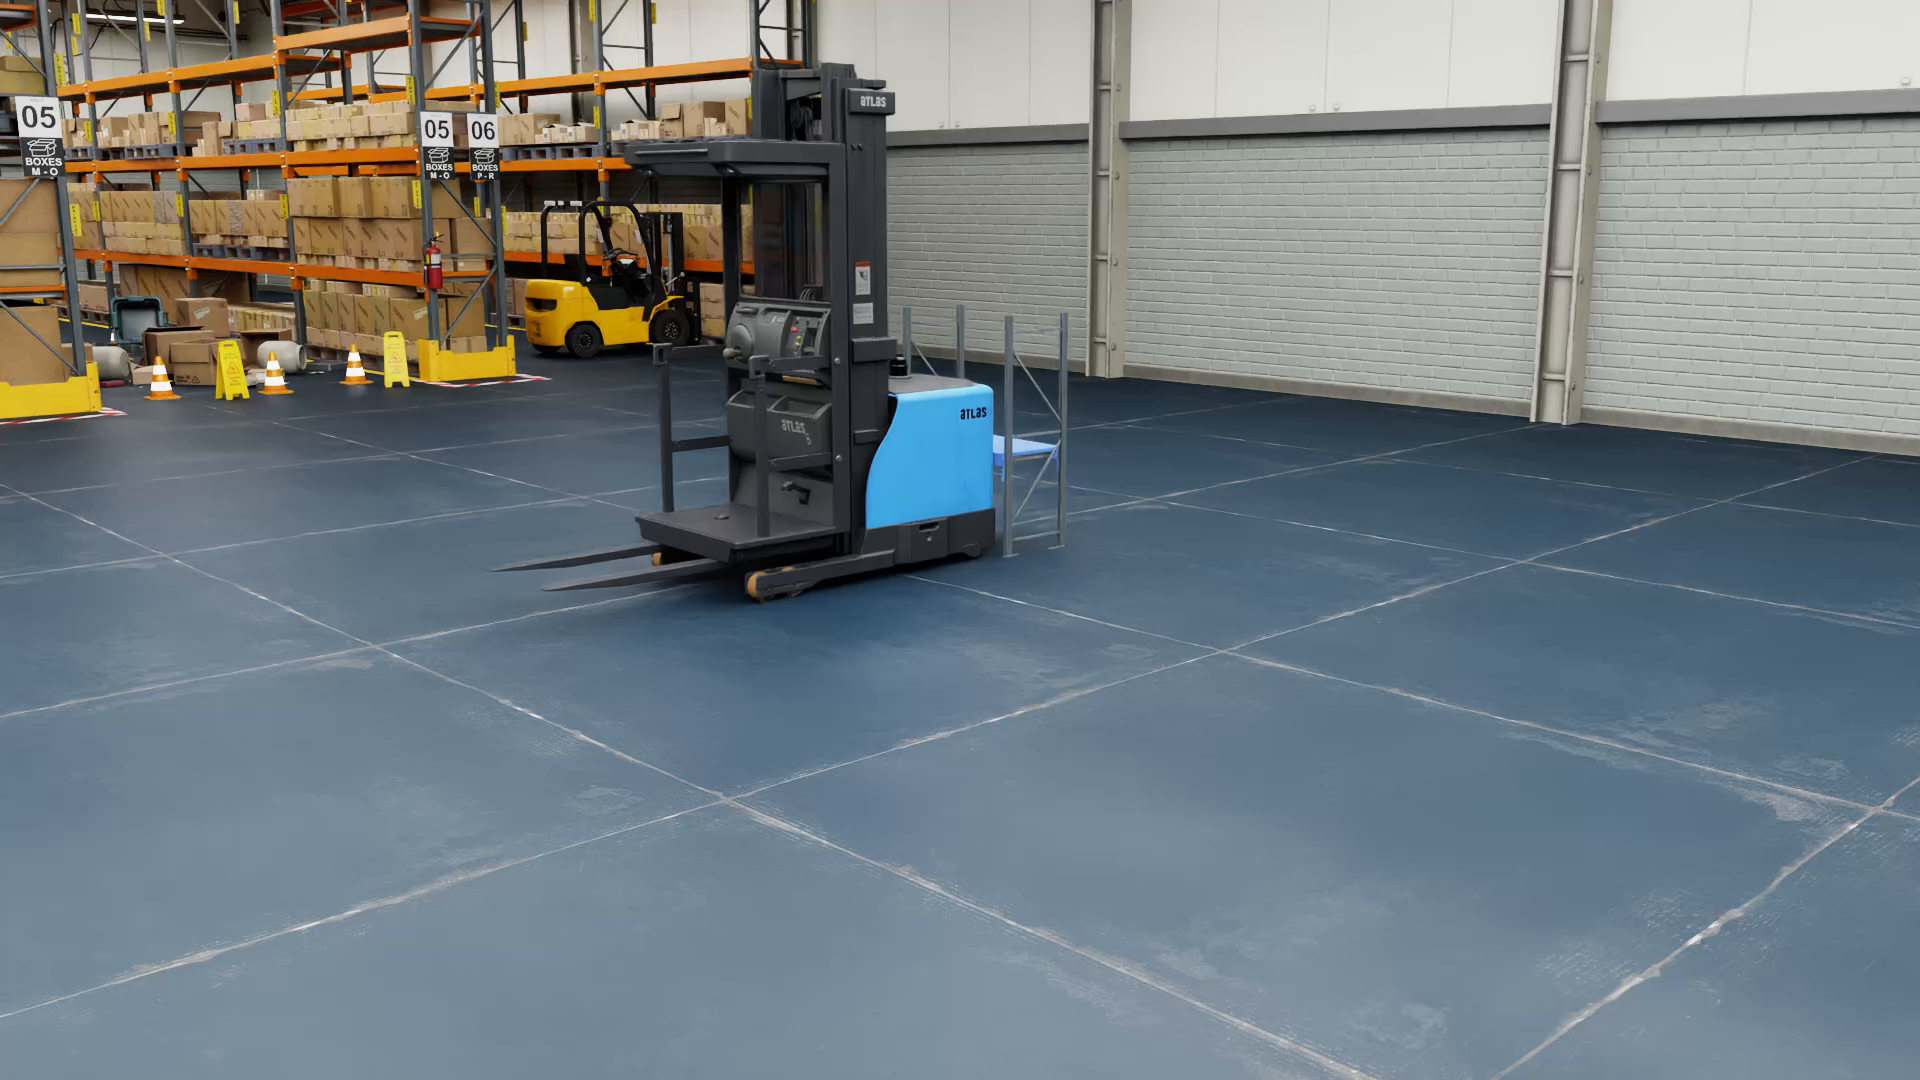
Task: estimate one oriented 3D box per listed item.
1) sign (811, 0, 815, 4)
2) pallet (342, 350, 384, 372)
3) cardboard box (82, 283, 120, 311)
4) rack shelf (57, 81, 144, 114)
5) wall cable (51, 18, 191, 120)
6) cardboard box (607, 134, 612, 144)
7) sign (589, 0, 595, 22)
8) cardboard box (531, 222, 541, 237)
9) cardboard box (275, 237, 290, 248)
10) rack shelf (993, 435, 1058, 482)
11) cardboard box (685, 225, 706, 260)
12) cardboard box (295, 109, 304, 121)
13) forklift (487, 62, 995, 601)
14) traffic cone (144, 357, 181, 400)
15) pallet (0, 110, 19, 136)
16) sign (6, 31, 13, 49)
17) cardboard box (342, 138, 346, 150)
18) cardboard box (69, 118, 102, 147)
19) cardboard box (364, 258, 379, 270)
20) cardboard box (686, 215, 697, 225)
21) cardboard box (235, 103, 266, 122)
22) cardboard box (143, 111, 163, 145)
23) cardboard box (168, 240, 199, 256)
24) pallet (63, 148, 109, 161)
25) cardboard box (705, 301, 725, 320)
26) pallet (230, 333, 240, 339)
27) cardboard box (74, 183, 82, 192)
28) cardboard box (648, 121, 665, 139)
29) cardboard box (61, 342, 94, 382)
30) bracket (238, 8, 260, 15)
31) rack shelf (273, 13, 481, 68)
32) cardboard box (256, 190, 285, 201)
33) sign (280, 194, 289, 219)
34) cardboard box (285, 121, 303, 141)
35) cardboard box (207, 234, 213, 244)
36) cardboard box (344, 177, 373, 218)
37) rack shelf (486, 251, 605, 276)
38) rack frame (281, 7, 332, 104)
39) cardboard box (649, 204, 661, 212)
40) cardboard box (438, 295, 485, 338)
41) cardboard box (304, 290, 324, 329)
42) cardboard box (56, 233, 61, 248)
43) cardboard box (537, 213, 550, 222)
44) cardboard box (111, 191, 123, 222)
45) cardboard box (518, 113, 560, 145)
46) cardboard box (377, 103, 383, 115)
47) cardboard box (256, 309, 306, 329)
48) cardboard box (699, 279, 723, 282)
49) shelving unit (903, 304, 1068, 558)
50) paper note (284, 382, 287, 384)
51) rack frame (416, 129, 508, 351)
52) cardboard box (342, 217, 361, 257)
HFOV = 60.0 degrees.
[{"bbox_3d":[-2.086,-7.728,23.414,0.100,0.325,0.005,-11,16,-43],"label":"sign"},{"bbox_3d":[-7.505,-2.433,22.197,1.003,0.211,1.213,-11,16,-43],"label":"pallet"},{"bbox_3d":[-15.340,-4.425,30.266,0.875,0.438,0.875,11,16,43],"label":"cardboard box"},{"bbox_3d":[-15.747,-7.919,29.823,1.077,0.370,4.000,-11,16,-43],"label":"rack shelf"},{"bbox_3d":[-18.673,-10.056,37.327,2.988,3.039,0.133,-11,16,-43],"label":"wall cable"},{"bbox_3d":[-5.698,-6.514,26.996,0.380,0.149,0.250,-11,16,-43],"label":"cardboard box"},{"bbox_3d":[-5.638,-8.119,25.509,0.100,0.325,0.005,-11,16,-43],"label":"sign"},{"bbox_3d":[-6.822,-5.195,27.827,0.500,0.250,0.500,-11,16,-42],"label":"cardboard box"},{"bbox_3d":[-9.396,-4.189,23.393,0.380,0.149,0.250,-11,16,-42],"label":"cardboard box"},{"bbox_3d":[0.150,-0.561,10.809,0.538,0.185,1.000,-9,15,-39],"label":"rack shelf"},{"bbox_3d":[-3.727,-4.414,24.656,0.500,0.500,0.500,-11,16,-44],"label":"cardboard box"},{"bbox_3d":[-8.659,-5.681,22.266,0.380,0.149,0.250,-10,15,-41],"label":"cardboard box"},{"bbox_3d":[-1.217,-1.212,9.529,3.031,2.935,1.130,-10,15,-40],"label":"forklift"},{"bbox_3d":[-8.929,-1.814,18.572,0.336,0.463,0.334,-11,16,-43],"label":"traffic cone"},{"bbox_3d":[-10.109,-4.314,17.204,1.003,0.211,1.213,-11,16,-43],"label":"pallet"},{"bbox_3d":[-17.534,-9.218,30.646,0.100,0.325,0.005,-11,16,-43],"label":"sign"},{"bbox_3d":[-7.737,-5.111,21.473,0.380,0.149,0.250,-11,16,-42],"label":"cardboard box"},{"bbox_3d":[-15.320,-7.204,29.467,0.797,0.503,0.637,-9,15,-38],"label":"cardboard box"},{"bbox_3d":[-7.426,-3.565,21.403,0.380,0.149,0.250,-11,16,-43],"label":"cardboard box"},{"bbox_3d":[-3.837,-4.740,24.631,0.380,0.149,0.250,-11,16,-42],"label":"cardboard box"},{"bbox_3d":[-10.054,-6.129,23.884,0.500,0.250,0.500,-11,16,-42],"label":"cardboard box"},{"bbox_3d":[-12.424,-6.495,26.283,0.500,0.500,0.700,11,16,42],"label":"cardboard box"},{"bbox_3d":[-12.140,-4.618,26.263,0.500,0.250,0.500,11,16,43],"label":"cardboard box"},{"bbox_3d":[-15.761,-6.962,30.056,1.003,0.211,1.213,-11,16,-43],"label":"pallet"},{"bbox_3d":[-3.392,-3.384,24.439,0.500,0.250,0.500,-11,16,-43],"label":"cardboard box"},{"bbox_3d":[-10.226,-2.996,24.928,1.003,0.211,1.213,-11,16,-43],"label":"pallet"},{"bbox_3d":[-15.464,-6.252,29.489,0.380,0.149,0.250,-11,16,-43],"label":"cardboard box"},{"bbox_3d":[-4.448,-6.161,24.994,0.258,0.266,0.396,11,16,44],"label":"cardboard box"},{"bbox_3d":[-10.537,-2.059,19.659,0.500,0.500,0.500,-8,14,-33],"label":"cardboard box"},{"bbox_3d":[-17.224,-12.153,38.677,0.076,0.066,5.218,-11,16,-43],"label":"bracket"},{"bbox_3d":[-7.460,-6.362,21.283,1.077,0.370,4.000,-11,16,-43],"label":"rack shelf"},{"bbox_3d":[-9.809,-4.923,23.738,0.250,0.149,0.380,11,16,43],"label":"cardboard box"},{"bbox_3d":[-9.240,-4.559,22.737,0.100,0.325,0.005,-11,16,-43],"label":"sign"},{"bbox_3d":[-8.735,-5.509,22.418,0.500,0.250,0.500,-11,16,-44],"label":"cardboard box"},{"bbox_3d":[-11.187,-4.571,25.245,0.250,0.149,0.380,10,16,41],"label":"cardboard box"},{"bbox_3d":[-7.360,-4.350,21.127,0.700,0.500,0.500,-11,16,-43],"label":"cardboard box"},{"bbox_3d":[-6.635,-4.702,28.081,1.077,0.370,4.000,-11,16,-43],"label":"rack shelf"},{"bbox_3d":[-13.541,-9.452,34.487,1.000,3.000,0.127,-11,16,-43],"label":"rack frame"},{"bbox_3d":[-4.517,-5.039,25.344,0.380,0.149,0.250,-11,16,-43],"label":"cardboard box"},{"bbox_3d":[-6.453,-2.872,21.333,0.500,0.500,0.500,11,16,43],"label":"cardboard box"},{"bbox_3d":[-8.629,-3.172,22.791,0.500,0.500,0.500,-10,15,-40],"label":"cardboard box"},{"bbox_3d":[-16.296,-5.613,30.476,0.500,0.500,0.500,-11,16,-43],"label":"cardboard box"},{"bbox_3d":[-6.793,-5.358,27.629,0.250,0.149,0.380,11,16,44],"label":"cardboard box"},{"bbox_3d":[-13.898,-5.601,27.940,0.500,0.500,0.500,-11,16,-43],"label":"cardboard box"},{"bbox_3d":[-6.989,-6.830,27.661,0.500,0.500,0.500,-10,16,-41],"label":"cardboard box"},{"bbox_3d":[-7.004,-5.353,20.672,0.380,0.149,0.250,-11,16,-42],"label":"cardboard box"},{"bbox_3d":[-9.704,-3.169,24.332,0.950,0.372,0.625,-10,15,-39],"label":"cardboard box"},{"bbox_3d":[-3.720,-3.846,25.442,0.500,0.250,0.500,-11,16,-44],"label":"cardboard box"},{"bbox_3d":[0.150,-0.737,10.773,0.538,1.500,1.048,-9,15,-39],"label":"shelving unit"},{"bbox_3d":[-8.171,-1.893,20.022,0.142,0.019,0.148,6,13,26],"label":"paper note"},{"bbox_3d":[-6.079,-3.486,20.399,1.000,3.000,0.127,-11,16,-43],"label":"rack frame"},{"bbox_3d":[-7.675,-3.945,21.643,0.500,0.500,0.500,-11,16,-42],"label":"cardboard box"}]
